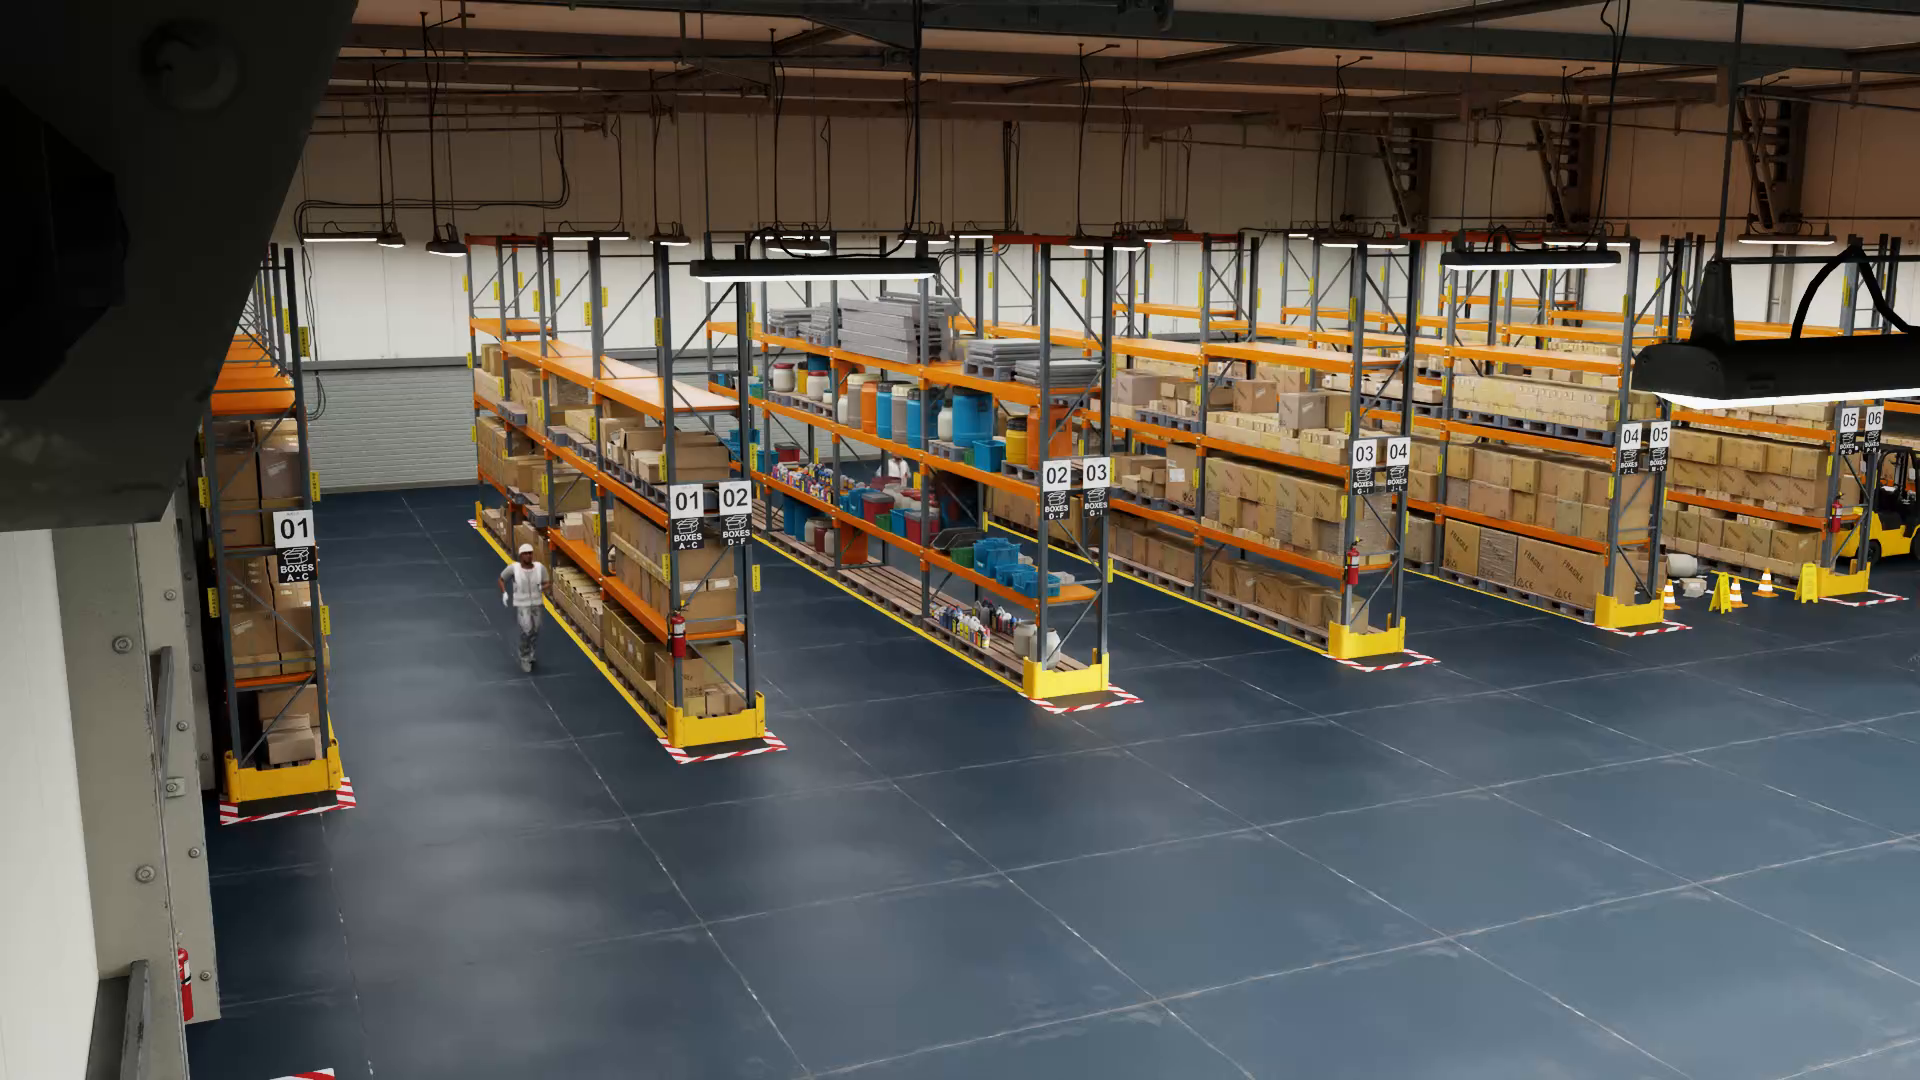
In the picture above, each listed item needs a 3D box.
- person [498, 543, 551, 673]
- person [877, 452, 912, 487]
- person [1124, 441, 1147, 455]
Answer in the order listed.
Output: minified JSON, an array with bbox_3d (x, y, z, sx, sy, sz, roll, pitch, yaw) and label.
[{"bbox_3d":[-6.109,0.955,23.543,0.656,1.824,0.744,-7,13,-33],"label":"person"},{"bbox_3d":[-1.286,-1.006,33.690,0.624,1.834,0.759,-8,13,-35],"label":"person"},{"bbox_3d":[4.455,-2.598,41.903,0.822,1.836,0.646,-5,12,-26],"label":"person"}]
